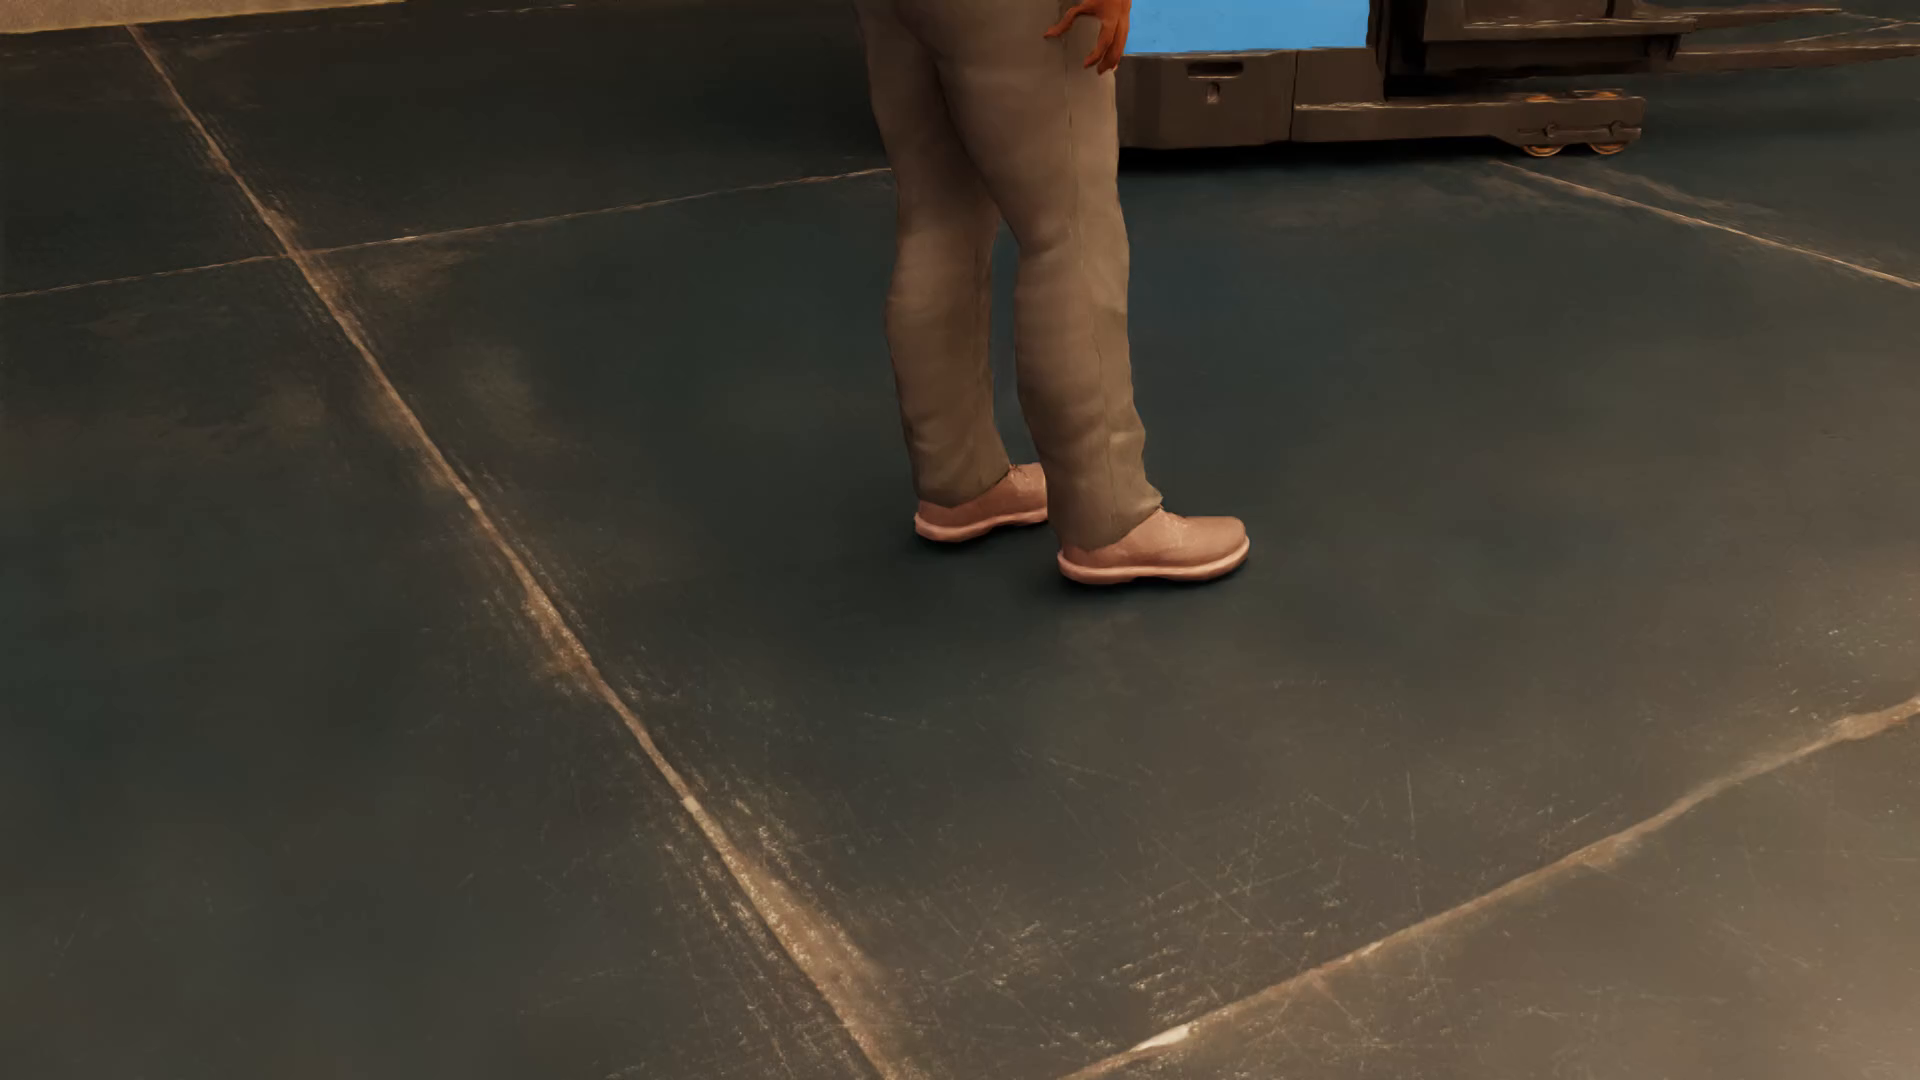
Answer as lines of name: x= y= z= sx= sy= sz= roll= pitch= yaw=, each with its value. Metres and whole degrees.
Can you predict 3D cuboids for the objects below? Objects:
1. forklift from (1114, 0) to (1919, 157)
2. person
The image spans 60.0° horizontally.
forklift: x=1.426 y=-2.591 z=4.368 sx=3.031 sy=2.935 sz=1.130 roll=-5 pitch=27 yaw=-9
person: x=0.086 y=-0.756 z=2.146 sx=0.503 sy=1.654 sz=0.570 roll=-15 pitch=30 yaw=-26
